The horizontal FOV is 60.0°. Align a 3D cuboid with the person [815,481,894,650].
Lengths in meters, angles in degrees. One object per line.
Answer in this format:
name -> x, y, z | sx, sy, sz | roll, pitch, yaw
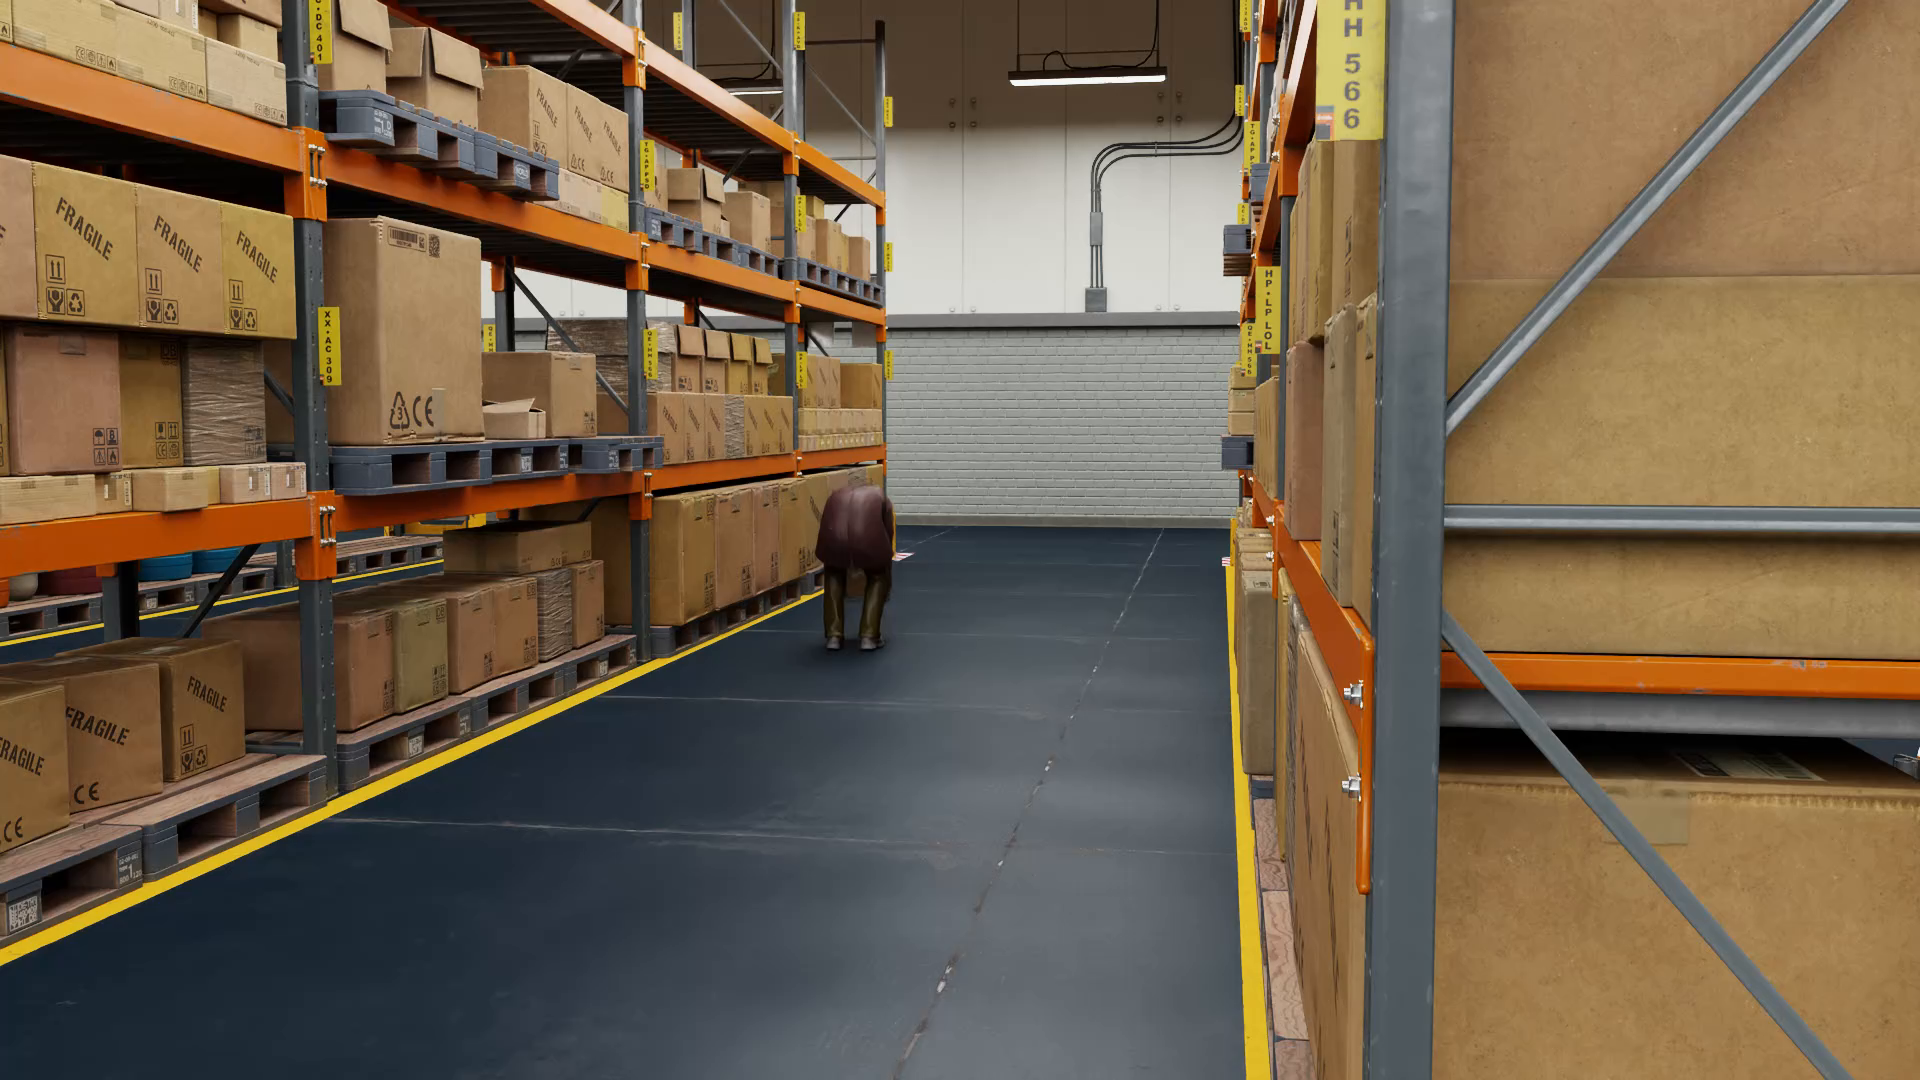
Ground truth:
person -> -0.719, 0.172, 11.934 | 0.565, 1.154, 0.945 | 1, 4, 7
